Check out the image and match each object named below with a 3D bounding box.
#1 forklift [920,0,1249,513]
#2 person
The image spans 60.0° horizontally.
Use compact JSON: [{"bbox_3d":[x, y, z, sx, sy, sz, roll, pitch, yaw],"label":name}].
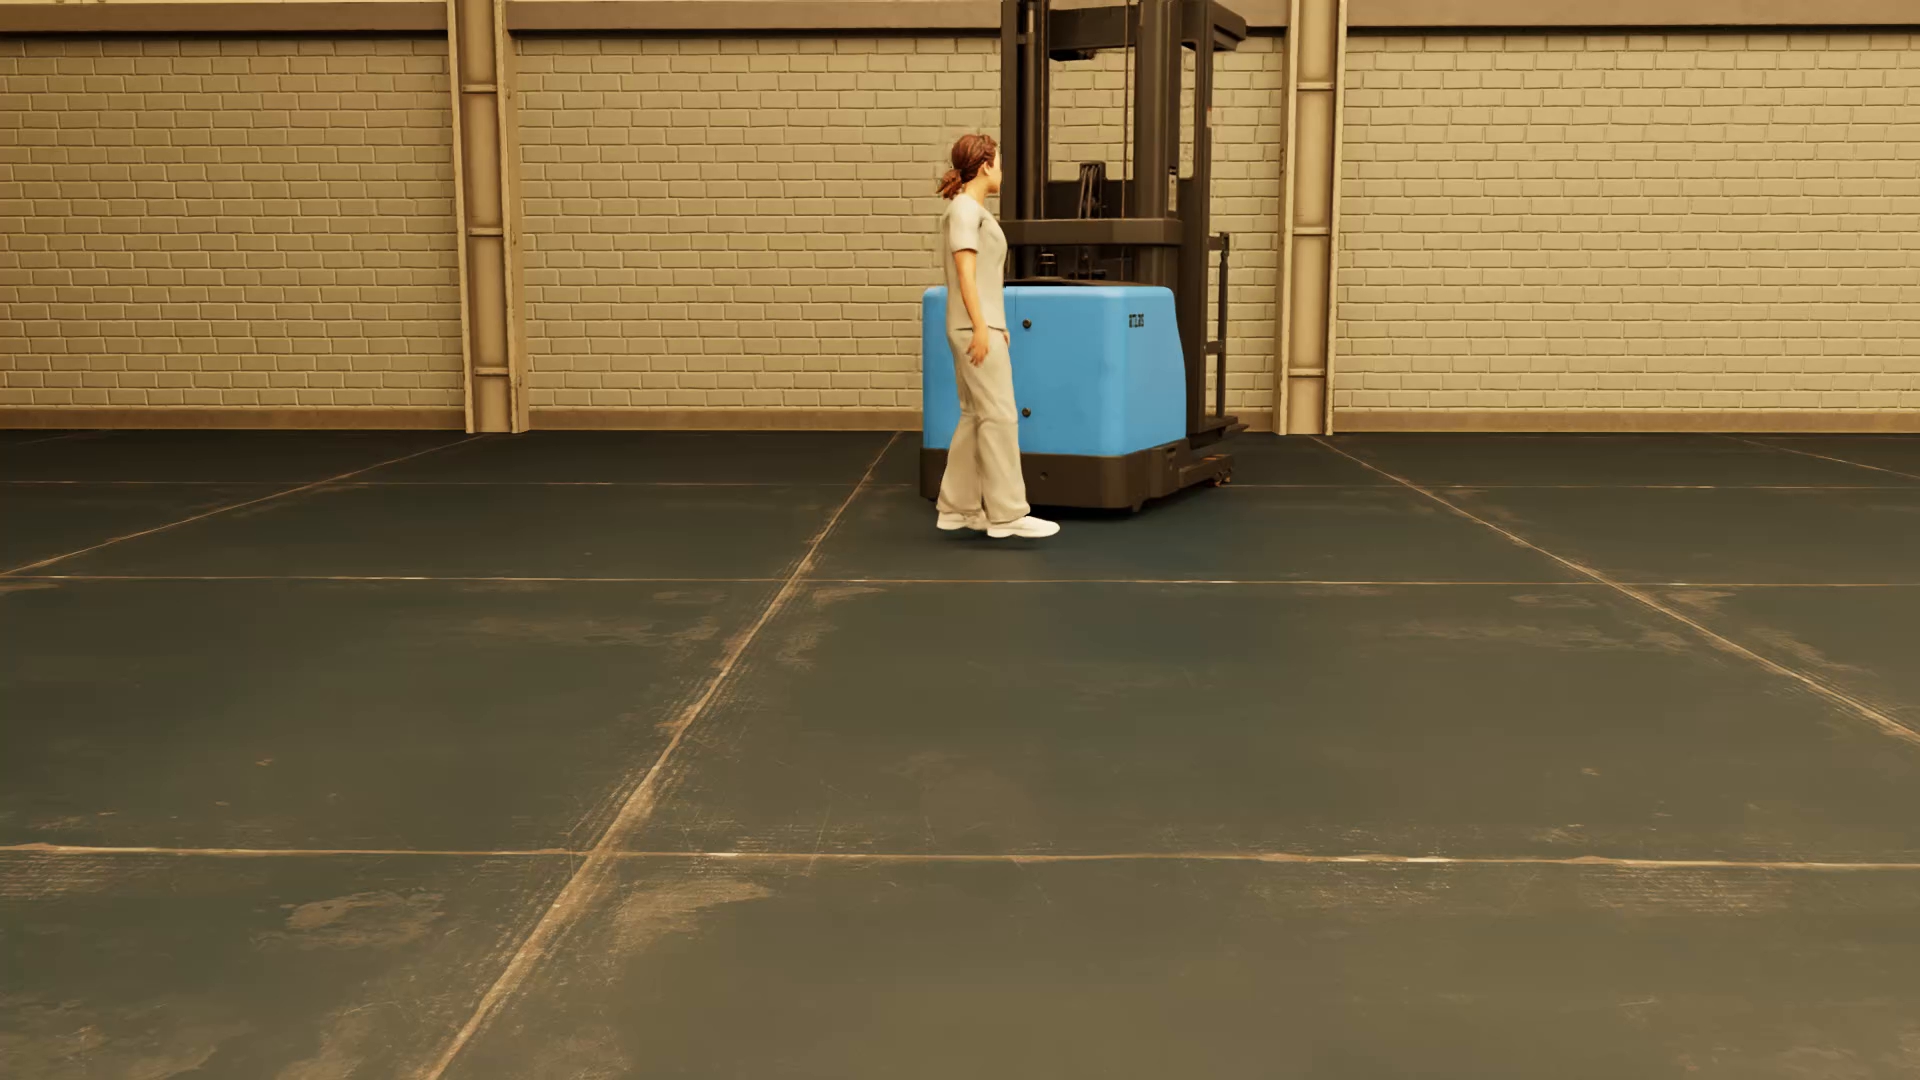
[{"bbox_3d":[0.869,-1.756,8.918,1.130,2.935,3.031,4,9,24],"label":"forklift"},{"bbox_3d":[0.150,-0.866,7.036,0.515,1.663,0.574,0,9,-2],"label":"person"}]
